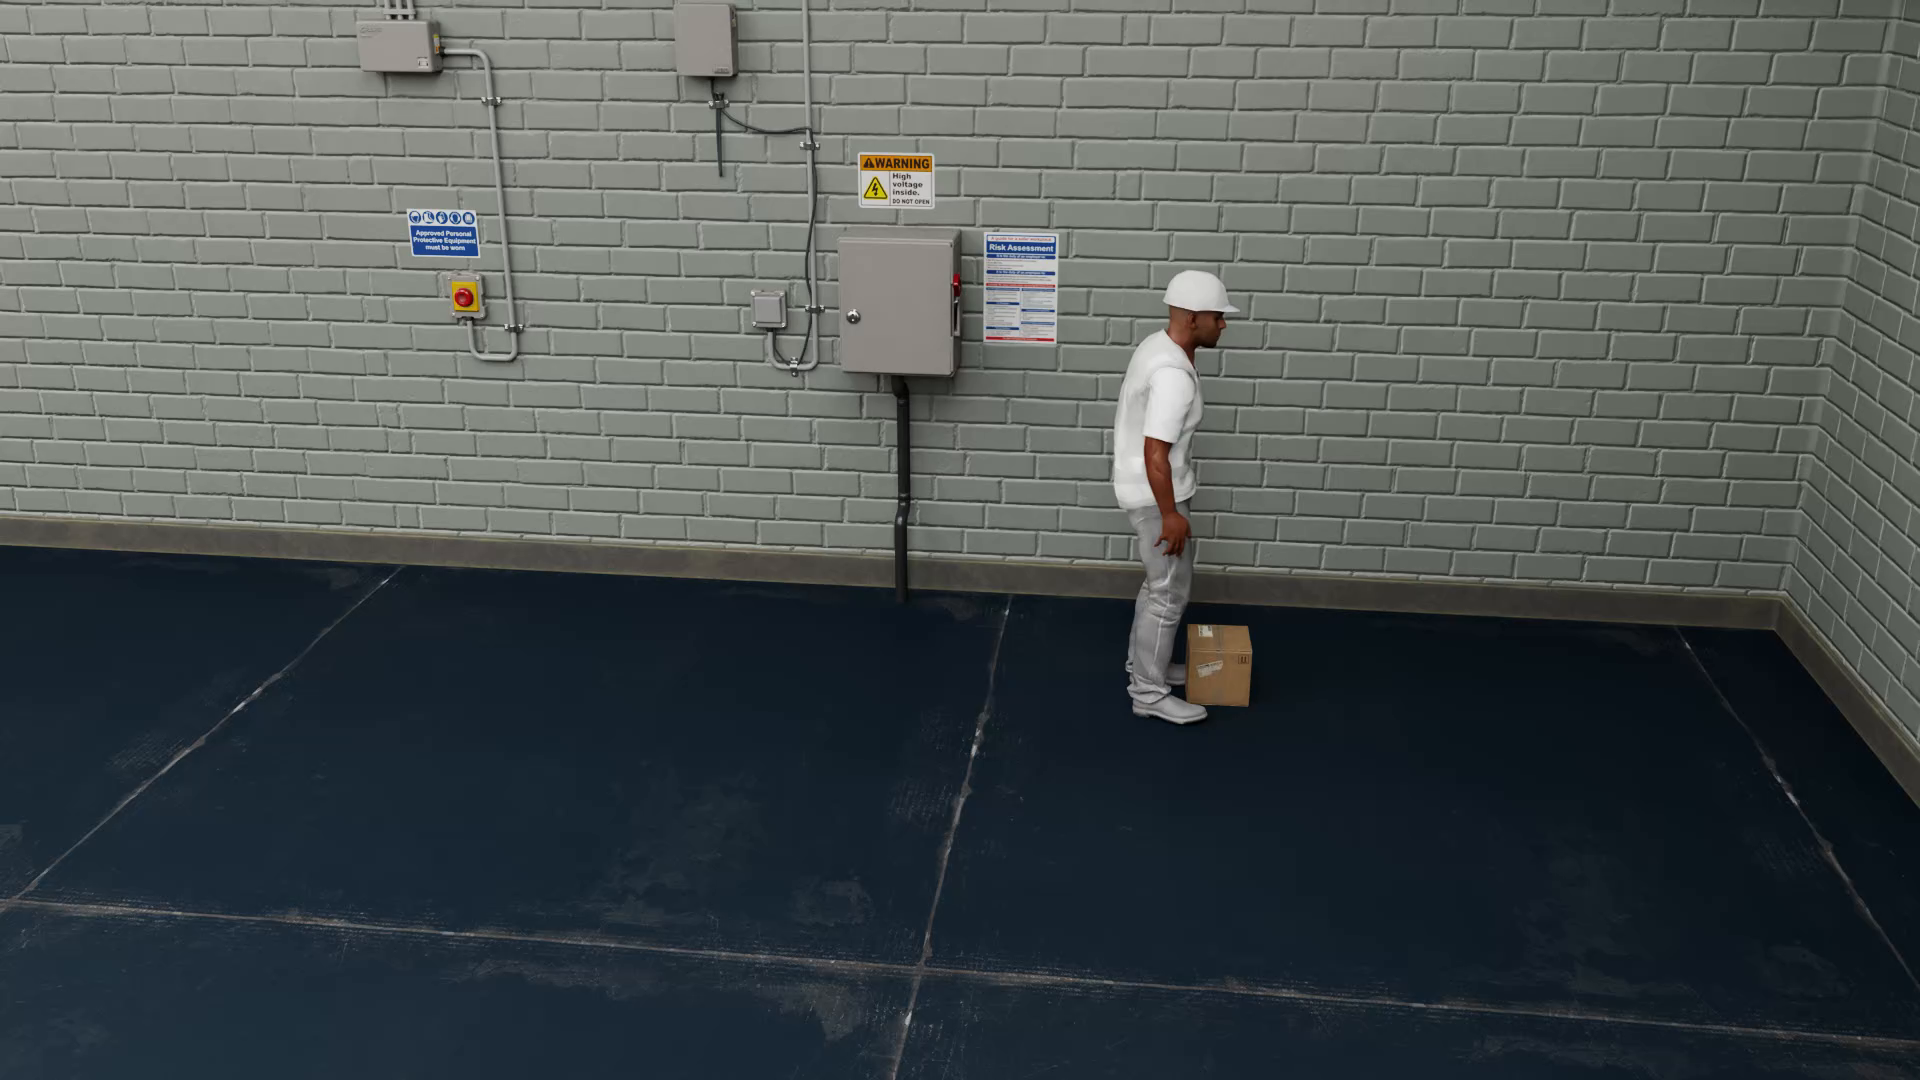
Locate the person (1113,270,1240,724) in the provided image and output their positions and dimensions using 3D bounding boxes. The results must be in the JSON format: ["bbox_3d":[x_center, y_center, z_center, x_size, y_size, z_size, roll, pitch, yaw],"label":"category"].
[{"bbox_3d":[0.826,-0.183,6.534,0.459,1.760,0.627,3,21,7],"label":"person"}]
